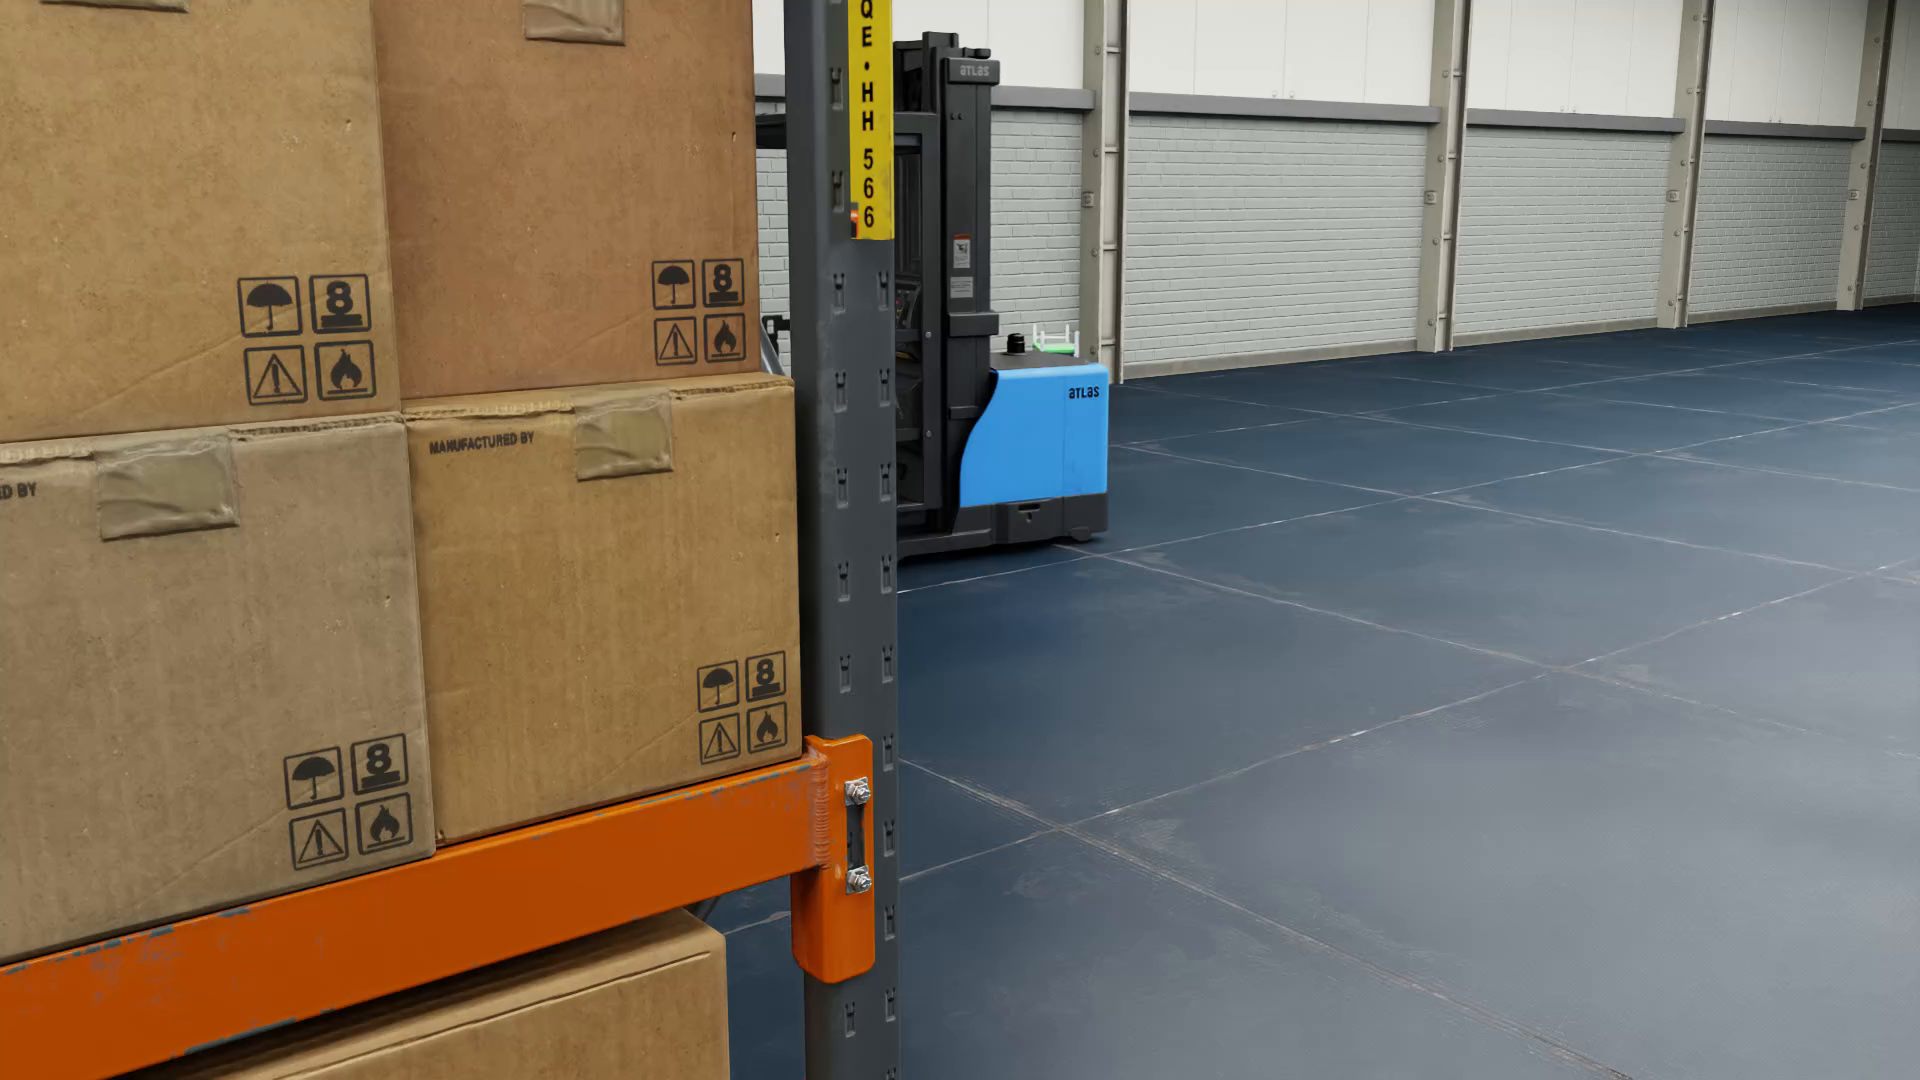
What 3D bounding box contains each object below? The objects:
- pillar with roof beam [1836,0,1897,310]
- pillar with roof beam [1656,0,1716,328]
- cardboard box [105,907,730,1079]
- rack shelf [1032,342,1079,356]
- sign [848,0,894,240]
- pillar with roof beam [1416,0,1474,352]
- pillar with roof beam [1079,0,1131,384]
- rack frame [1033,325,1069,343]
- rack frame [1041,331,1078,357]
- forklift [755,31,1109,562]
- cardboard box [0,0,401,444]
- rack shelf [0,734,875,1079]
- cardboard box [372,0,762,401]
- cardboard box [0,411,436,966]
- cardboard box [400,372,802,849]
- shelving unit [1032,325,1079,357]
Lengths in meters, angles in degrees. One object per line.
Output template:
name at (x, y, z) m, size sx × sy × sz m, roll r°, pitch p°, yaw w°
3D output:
pillar with roof beam at (18.285, -7.751, 24.966) m, size 0.400 × 9.000 × 9.100 m, roll -9°, pitch 15°, yaw -38°
pillar with roof beam at (13.600, -6.972, 21.299) m, size 0.400 × 9.000 × 9.100 m, roll -9°, pitch 15°, yaw -38°
cardboard box at (-0.936, 0.961, 2.486) m, size 0.875 × 0.875 × 0.875 m, roll -9°, pitch 15°, yaw -37°
rack shelf at (0.624, -1.209, 10.928) m, size 0.258 × 0.148 × 0.480 m, roll -1°, pitch 12°, yaw -3°
sign at (-0.120, -0.564, 2.206) m, size 0.005 × 0.325 × 0.100 m, roll -9°, pitch 15°, yaw -38°
pillar with roof beam at (8.915, -6.194, 17.633) m, size 0.400 × 9.000 × 9.100 m, roll -9°, pitch 15°, yaw -38°
pillar with roof beam at (4.230, -5.415, 13.966) m, size 0.400 × 9.000 × 9.100 m, roll -9°, pitch 15°, yaw -38°
rack frame at (0.609, -0.852, 11.253) m, size 0.240 × 1.200 × 0.015 m, roll -1°, pitch 12°, yaw -3°
rack frame at (0.638, -0.751, 10.776) m, size 0.240 × 1.200 × 0.015 m, roll -1°, pitch 12°, yaw -3°
forklift at (-0.640, -1.367, 9.509) m, size 3.031 × 2.935 × 1.130 m, roll -6°, pitch 14°, yaw -28°
cardboard box at (-1.134, -0.445, 2.042) m, size 0.550 × 0.550 × 0.875 m, roll -9°, pitch 15°, yaw -38°
rack shelf at (-2.010, 0.640, 1.626) m, size 4.000 × 0.370 × 1.077 m, roll -9°, pitch 15°, yaw -38°
cardboard box at (-0.762, -0.531, 2.449) m, size 0.550 × 0.550 × 0.875 m, roll -9°, pitch 15°, yaw -38°
cardboard box at (-1.125, 0.085, 2.144) m, size 0.550 × 0.550 × 0.875 m, roll -9°, pitch 15°, yaw -38°
cardboard box at (-0.710, 0.011, 2.497) m, size 0.550 × 0.550 × 0.875 m, roll -9°, pitch 15°, yaw -38°
shelving unit at (0.624, -0.802, 11.014) m, size 0.258 × 1.200 × 0.503 m, roll -1°, pitch 12°, yaw -3°
